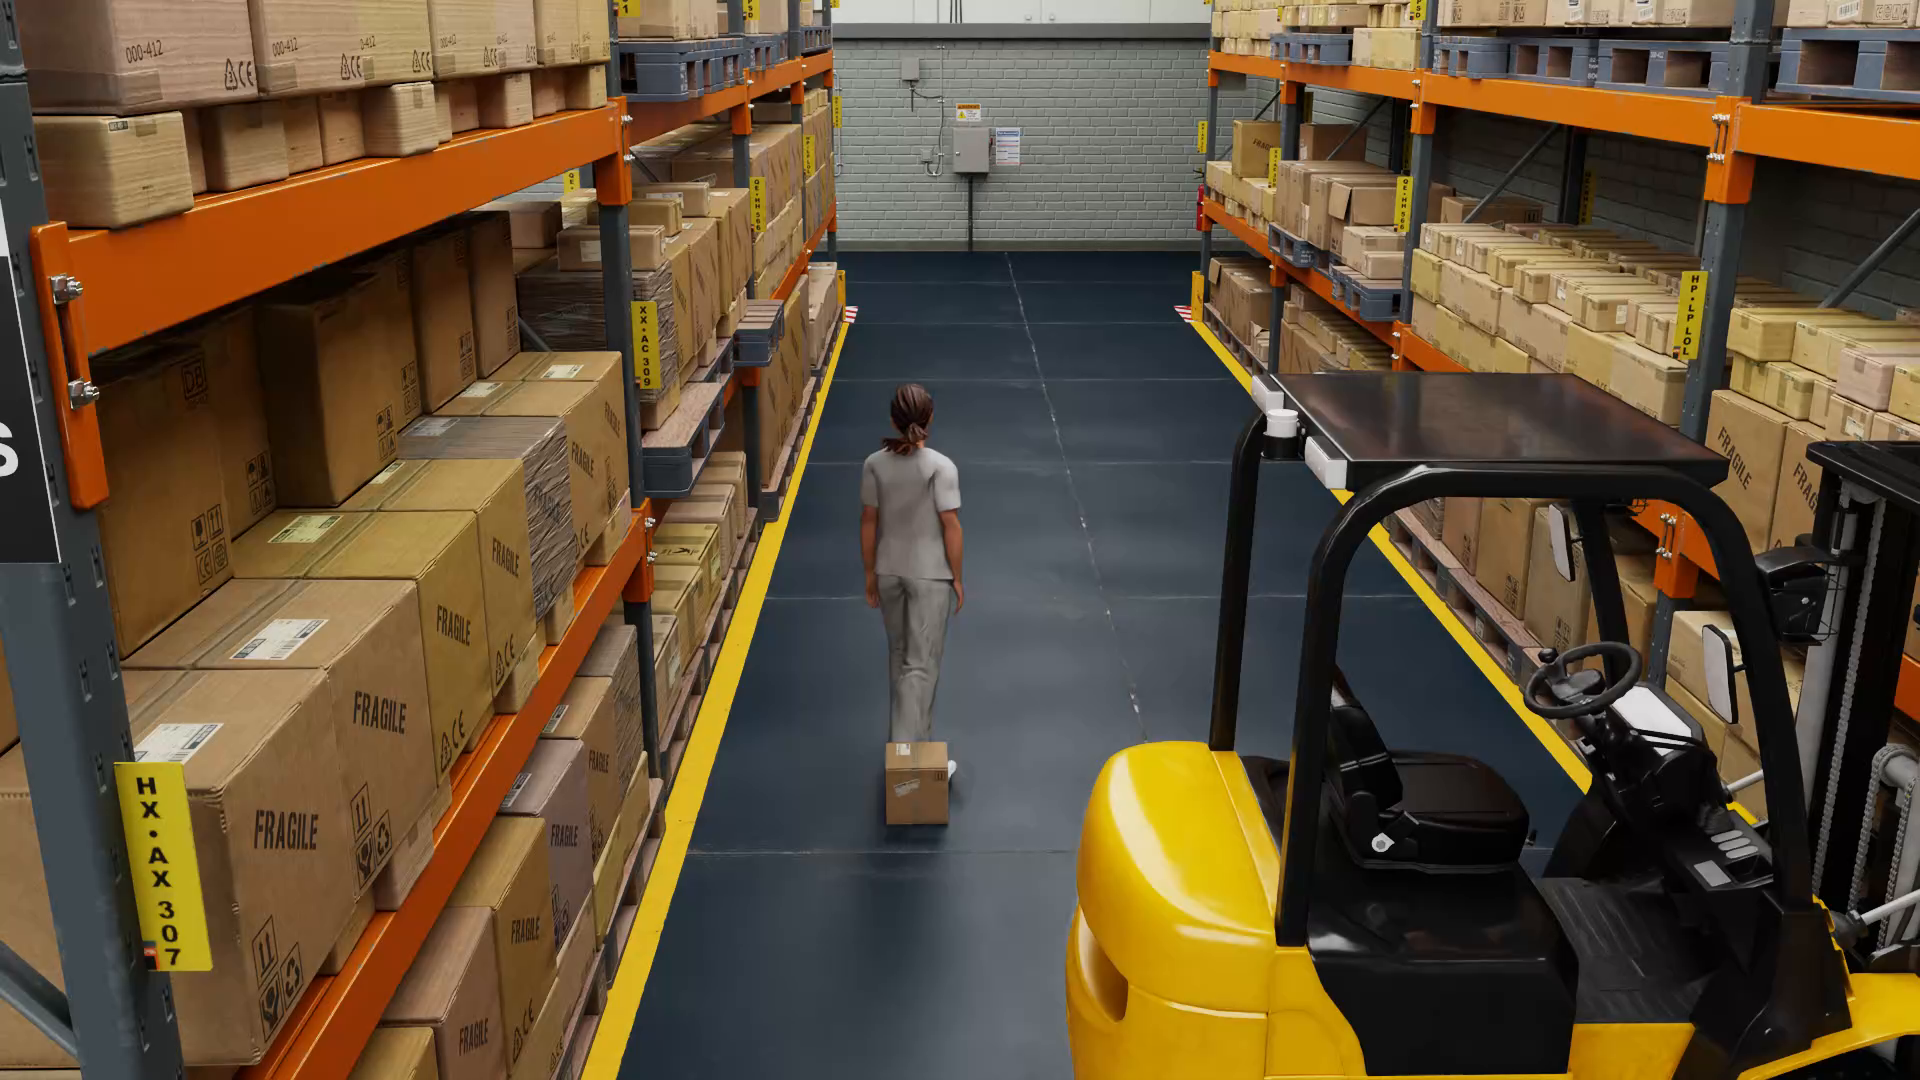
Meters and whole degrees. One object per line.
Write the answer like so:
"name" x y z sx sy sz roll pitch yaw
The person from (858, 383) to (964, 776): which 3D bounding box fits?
"person" -0.201 0.180 6.976 0.478 1.666 0.568 9 19 27
